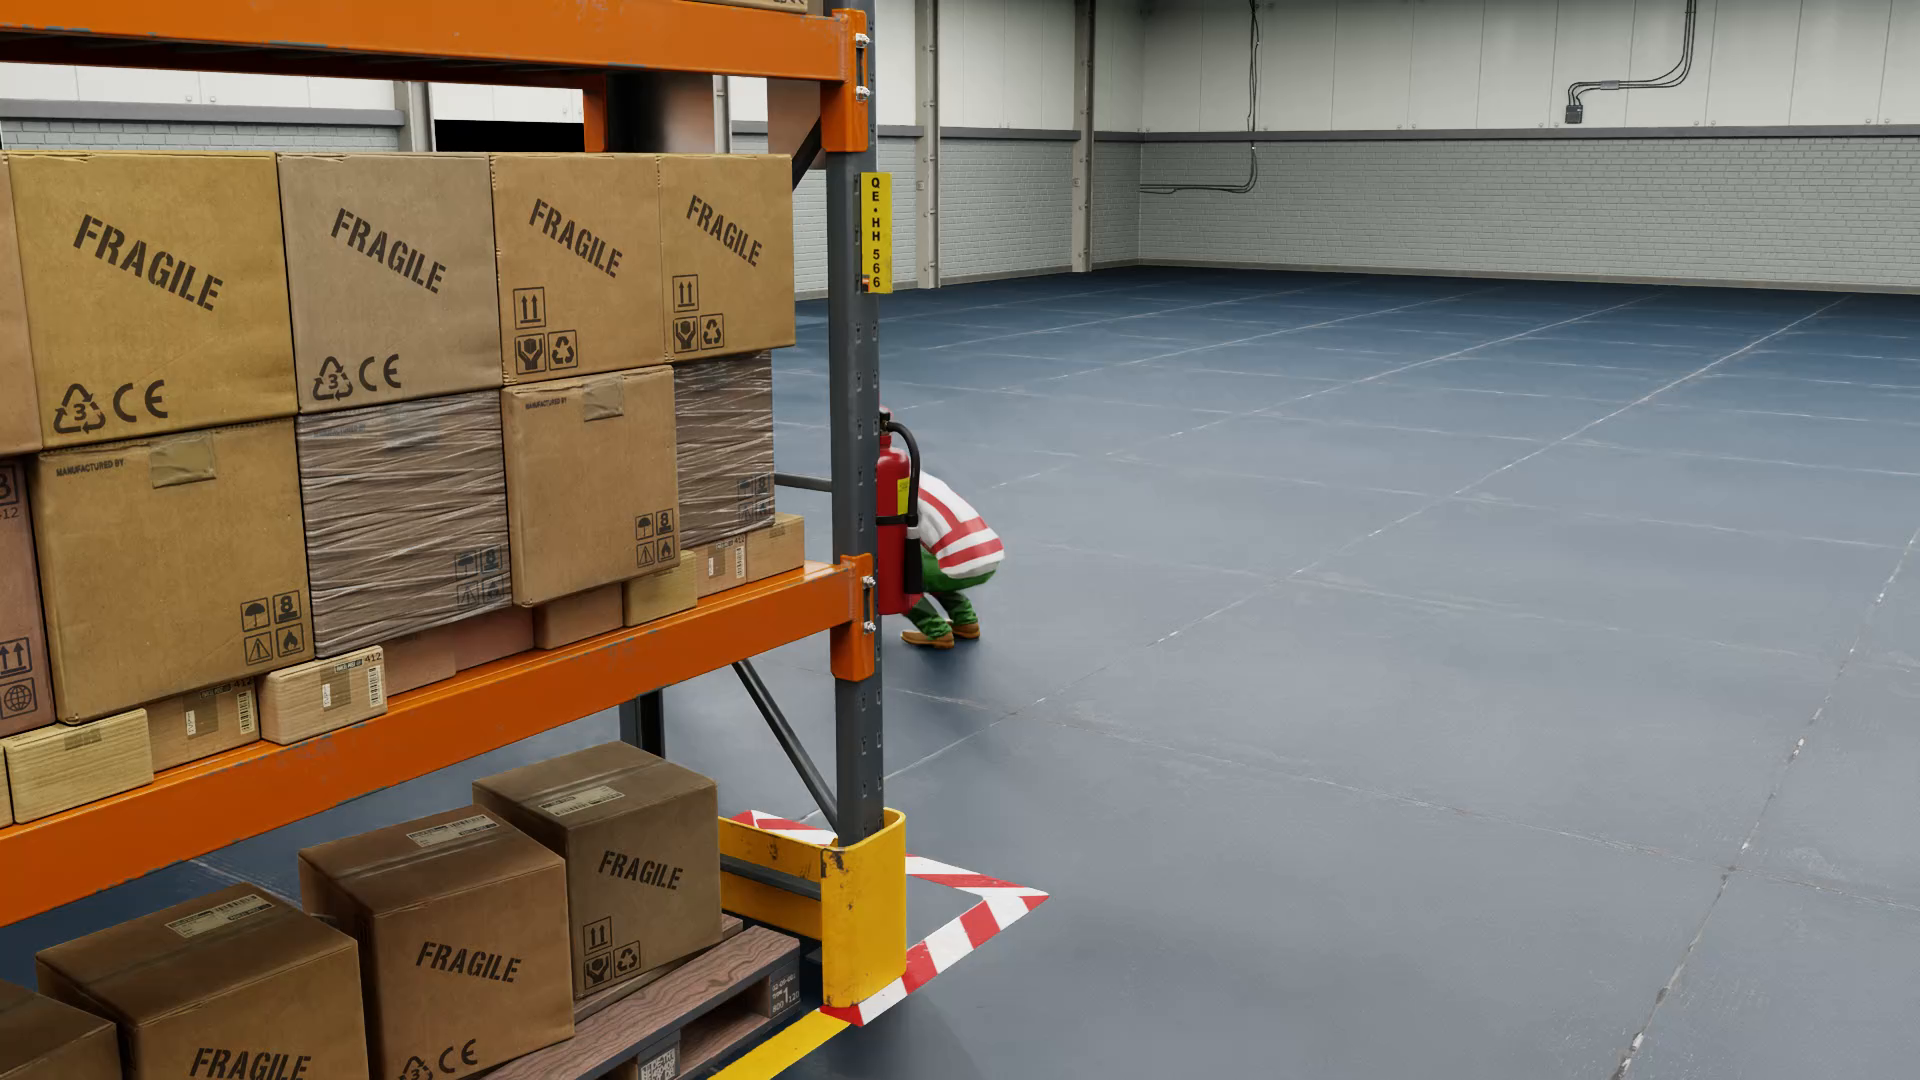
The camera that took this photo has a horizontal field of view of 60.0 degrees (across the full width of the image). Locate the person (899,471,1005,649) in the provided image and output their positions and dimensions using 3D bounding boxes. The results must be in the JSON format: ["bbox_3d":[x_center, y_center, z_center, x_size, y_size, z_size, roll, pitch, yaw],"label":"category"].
[{"bbox_3d":[-0.212,0.027,8.619,0.875,0.991,0.570,9,15,33],"label":"person"}]
